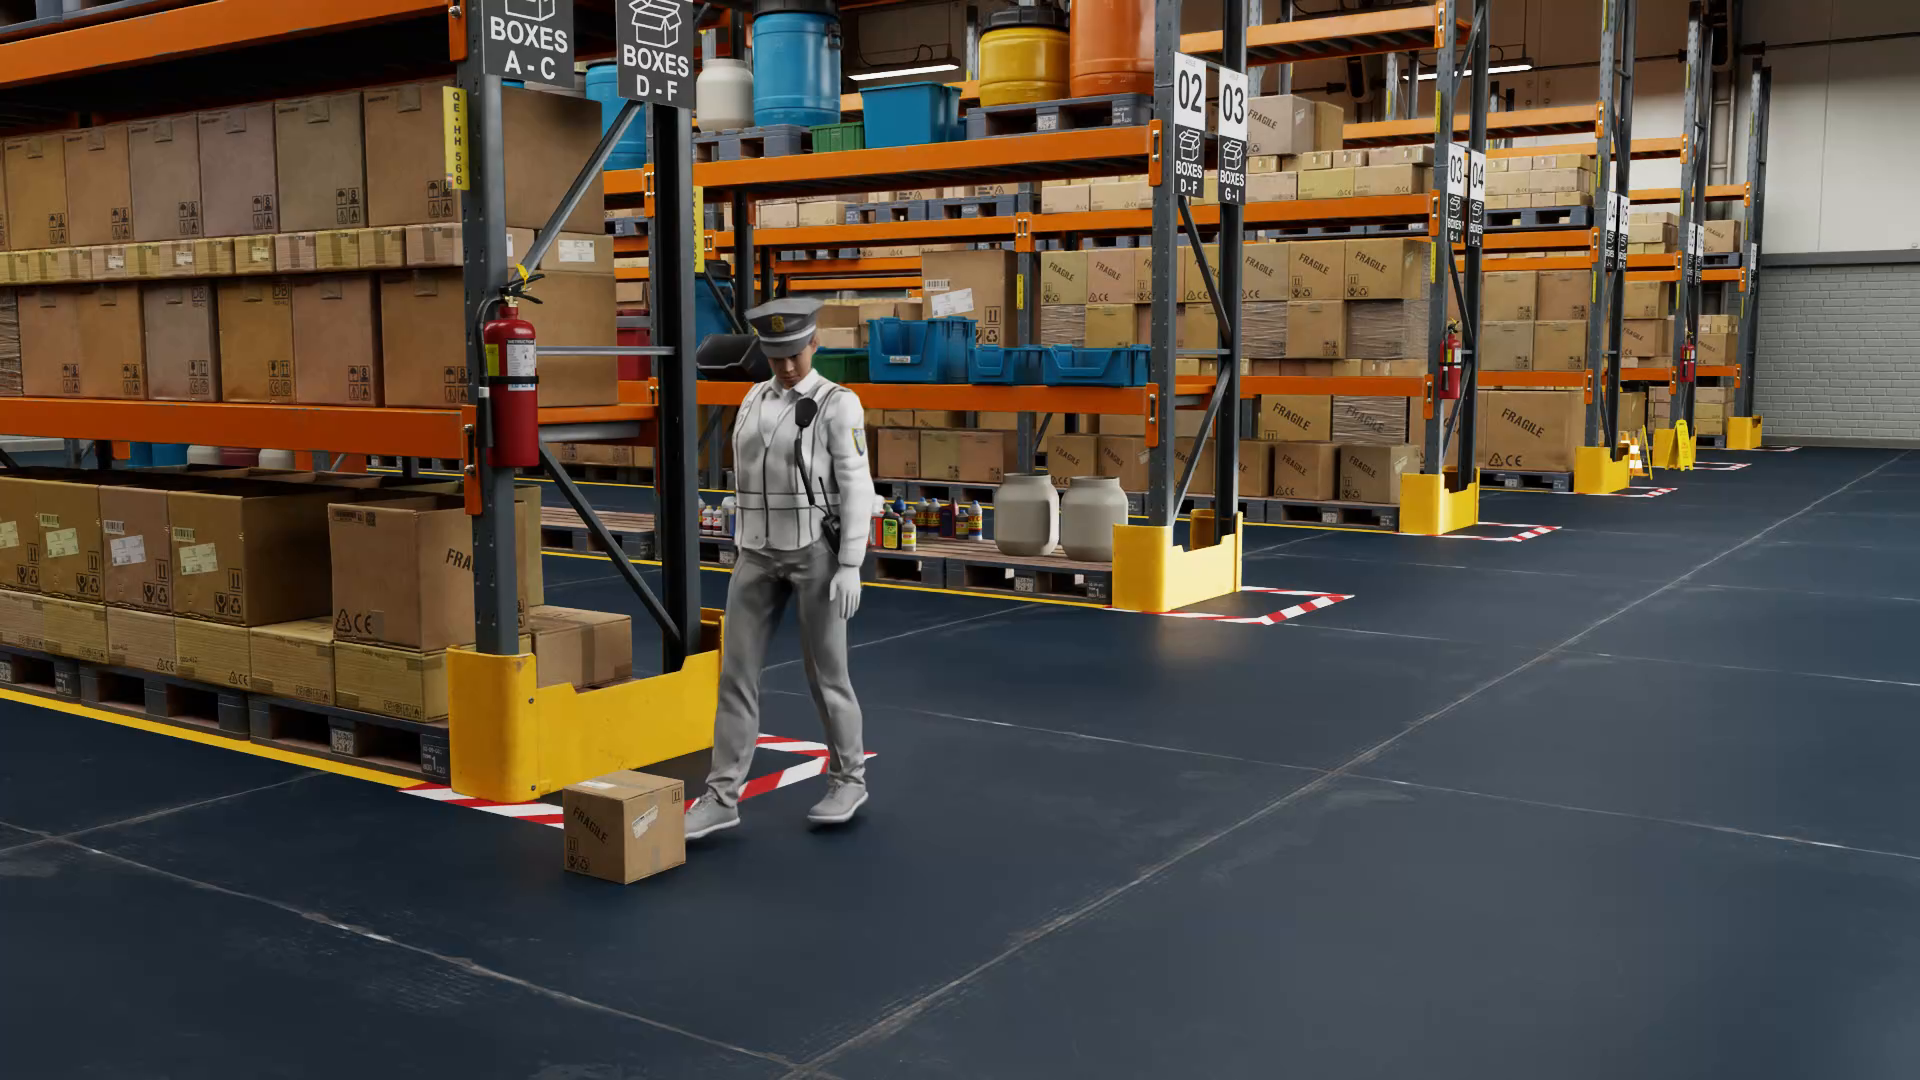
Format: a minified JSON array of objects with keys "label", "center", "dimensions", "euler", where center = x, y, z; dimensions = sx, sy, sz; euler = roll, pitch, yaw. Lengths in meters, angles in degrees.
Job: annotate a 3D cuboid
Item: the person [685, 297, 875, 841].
[{"label":"person","center":[-0.561,0.084,5.108],"dimensions":[0.523,1.650,0.702],"euler":[4,7,29]}]
